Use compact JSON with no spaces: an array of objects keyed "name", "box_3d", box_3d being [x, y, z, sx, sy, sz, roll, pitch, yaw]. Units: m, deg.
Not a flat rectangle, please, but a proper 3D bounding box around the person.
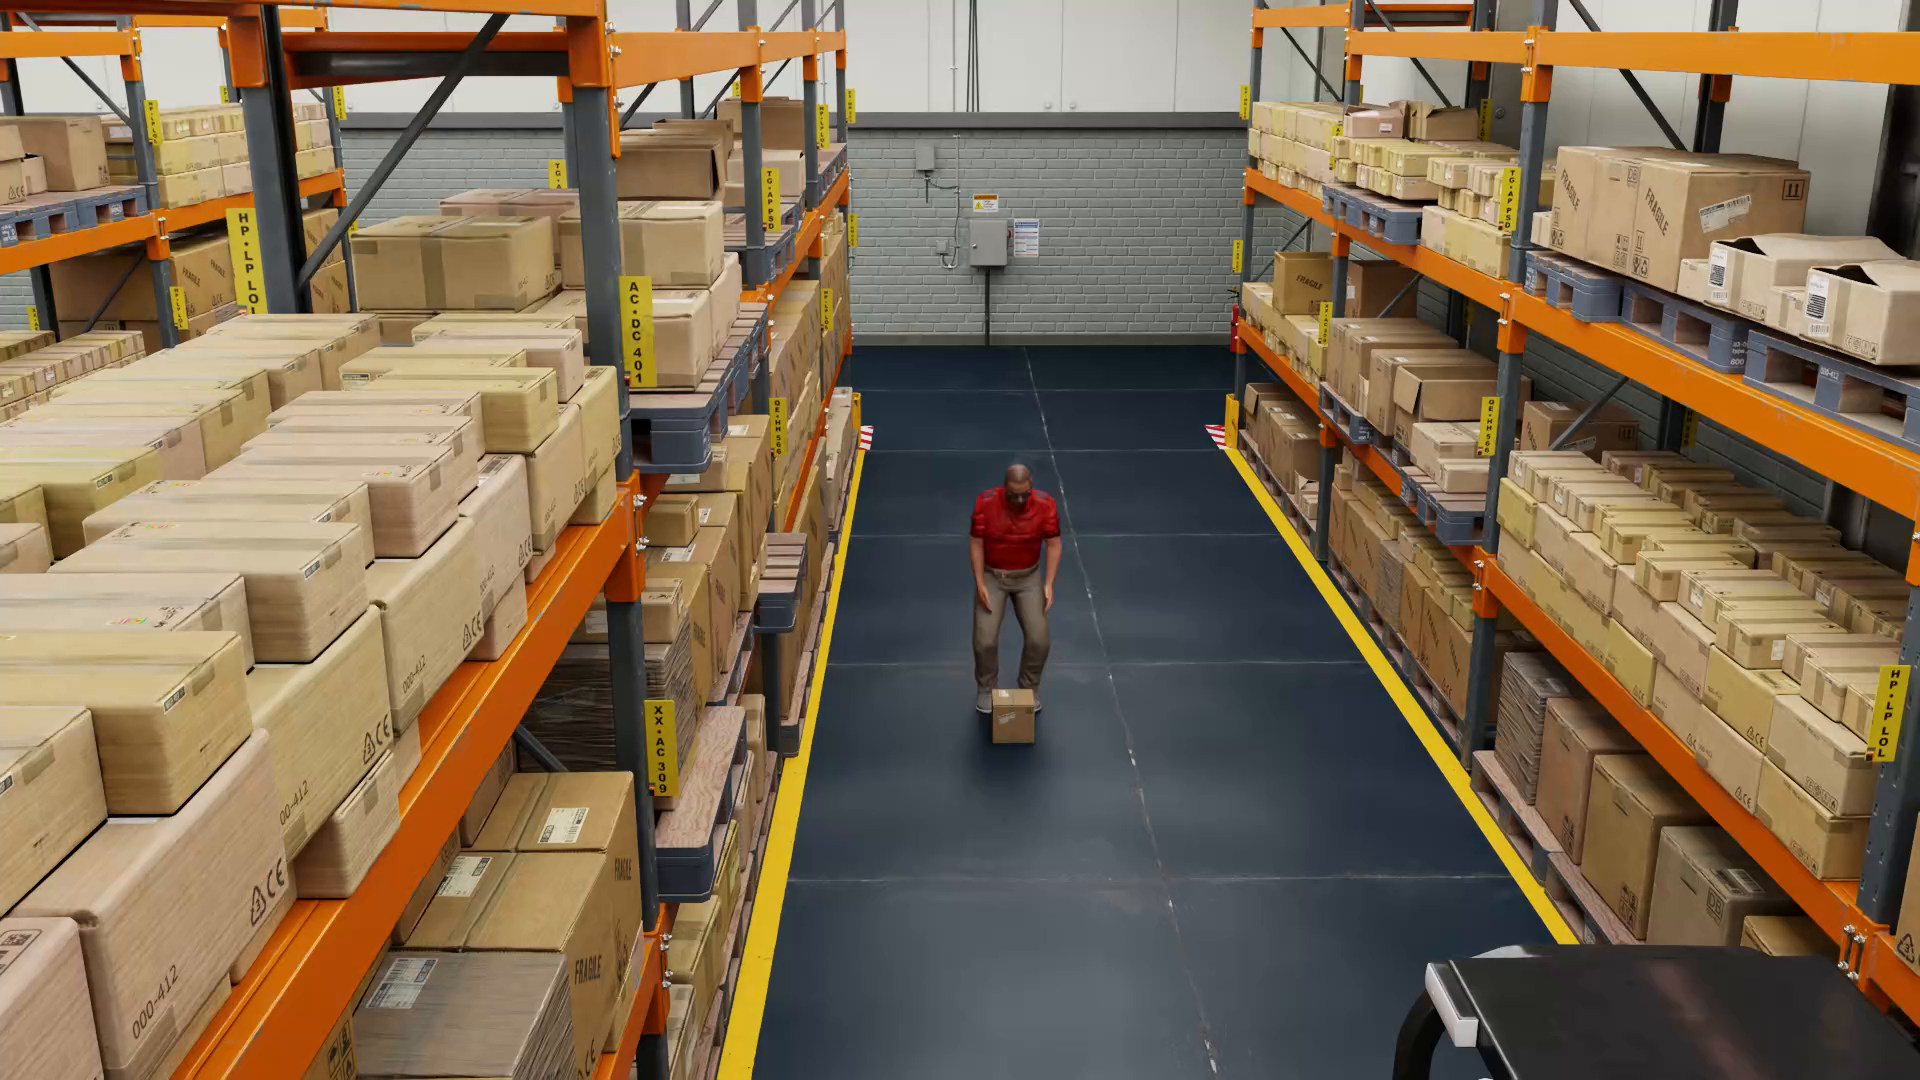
[{"name":"person","box_3d":[0.342,0.281,10.363,0.571,1.620,0.503,0,17,0]}]
